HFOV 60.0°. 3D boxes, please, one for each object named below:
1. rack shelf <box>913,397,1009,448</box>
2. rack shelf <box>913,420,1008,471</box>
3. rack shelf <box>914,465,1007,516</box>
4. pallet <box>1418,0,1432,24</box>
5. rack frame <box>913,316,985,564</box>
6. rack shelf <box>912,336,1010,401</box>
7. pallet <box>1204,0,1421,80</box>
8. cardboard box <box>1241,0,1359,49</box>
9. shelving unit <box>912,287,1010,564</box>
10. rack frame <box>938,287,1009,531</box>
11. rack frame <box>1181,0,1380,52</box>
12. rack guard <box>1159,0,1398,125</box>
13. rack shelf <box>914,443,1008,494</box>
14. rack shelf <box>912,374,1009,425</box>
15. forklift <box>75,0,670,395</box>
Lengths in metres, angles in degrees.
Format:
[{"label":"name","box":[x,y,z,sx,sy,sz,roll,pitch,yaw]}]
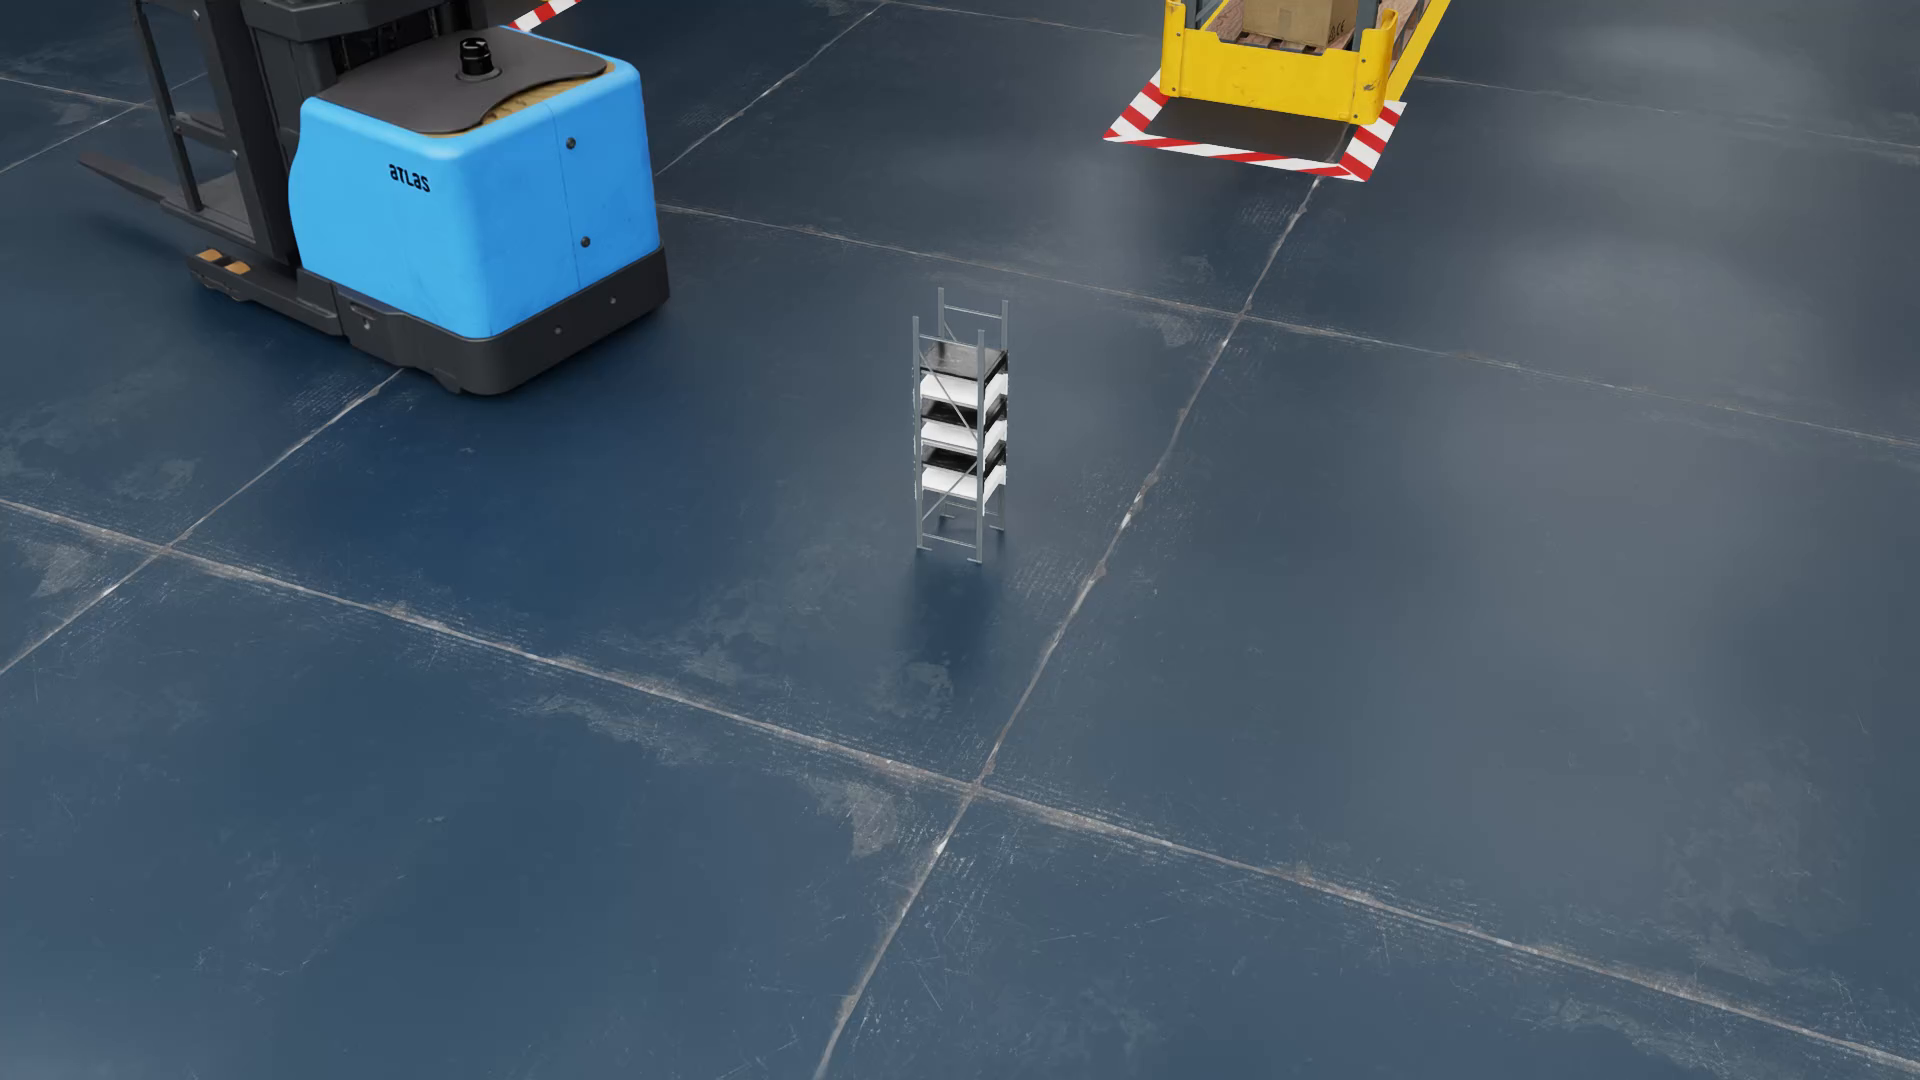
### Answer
[{"label":"rack shelf","box":[0.003,-0.410,5.453,0.258,0.077,0.200,14,39,18]},{"label":"rack shelf","box":[0.003,-0.338,5.507,0.258,0.077,0.200,14,39,18]},{"label":"rack shelf","box":[0.003,-0.194,5.614,0.258,0.077,0.200,14,39,18]},{"label":"pallet","box":[2.472,-3.569,10.348,1.003,0.211,1.213,14,39,18]},{"label":"rack frame","box":[-0.036,-0.309,5.411,0.240,0.900,0.006,14,39,18]},{"label":"rack shelf","box":[0.003,-0.555,5.345,0.258,0.077,0.200,14,39,18]},{"label":"pallet","box":[2.006,-2.895,9.448,1.003,0.211,1.213,14,39,18]},{"label":"cardboard box","box":[1.888,-3.037,9.045,0.500,0.500,0.500,21,42,26]},{"label":"shelving unit","box":[0.003,-0.365,5.487,0.258,0.900,0.210,14,39,18]},{"label":"rack frame","box":[0.042,-0.421,5.562,0.240,0.900,0.006,14,39,18]},{"label":"rack frame","box":[1.635,-3.529,7.965,1.000,3.000,0.127,14,39,18]},{"label":"rack guard","box":[1.664,-2.569,8.770,1.175,0.500,0.348,14,39,18]},{"label":"rack shelf","box":[0.003,-0.266,5.560,0.258,0.077,0.200,14,39,18]},{"label":"rack shelf","box":[0.003,-0.482,5.399,0.258,0.077,0.200,14,39,18]},{"label":"forklift","box":[-2.717,-2.427,6.549,3.031,2.935,1.130,23,43,28]}]
